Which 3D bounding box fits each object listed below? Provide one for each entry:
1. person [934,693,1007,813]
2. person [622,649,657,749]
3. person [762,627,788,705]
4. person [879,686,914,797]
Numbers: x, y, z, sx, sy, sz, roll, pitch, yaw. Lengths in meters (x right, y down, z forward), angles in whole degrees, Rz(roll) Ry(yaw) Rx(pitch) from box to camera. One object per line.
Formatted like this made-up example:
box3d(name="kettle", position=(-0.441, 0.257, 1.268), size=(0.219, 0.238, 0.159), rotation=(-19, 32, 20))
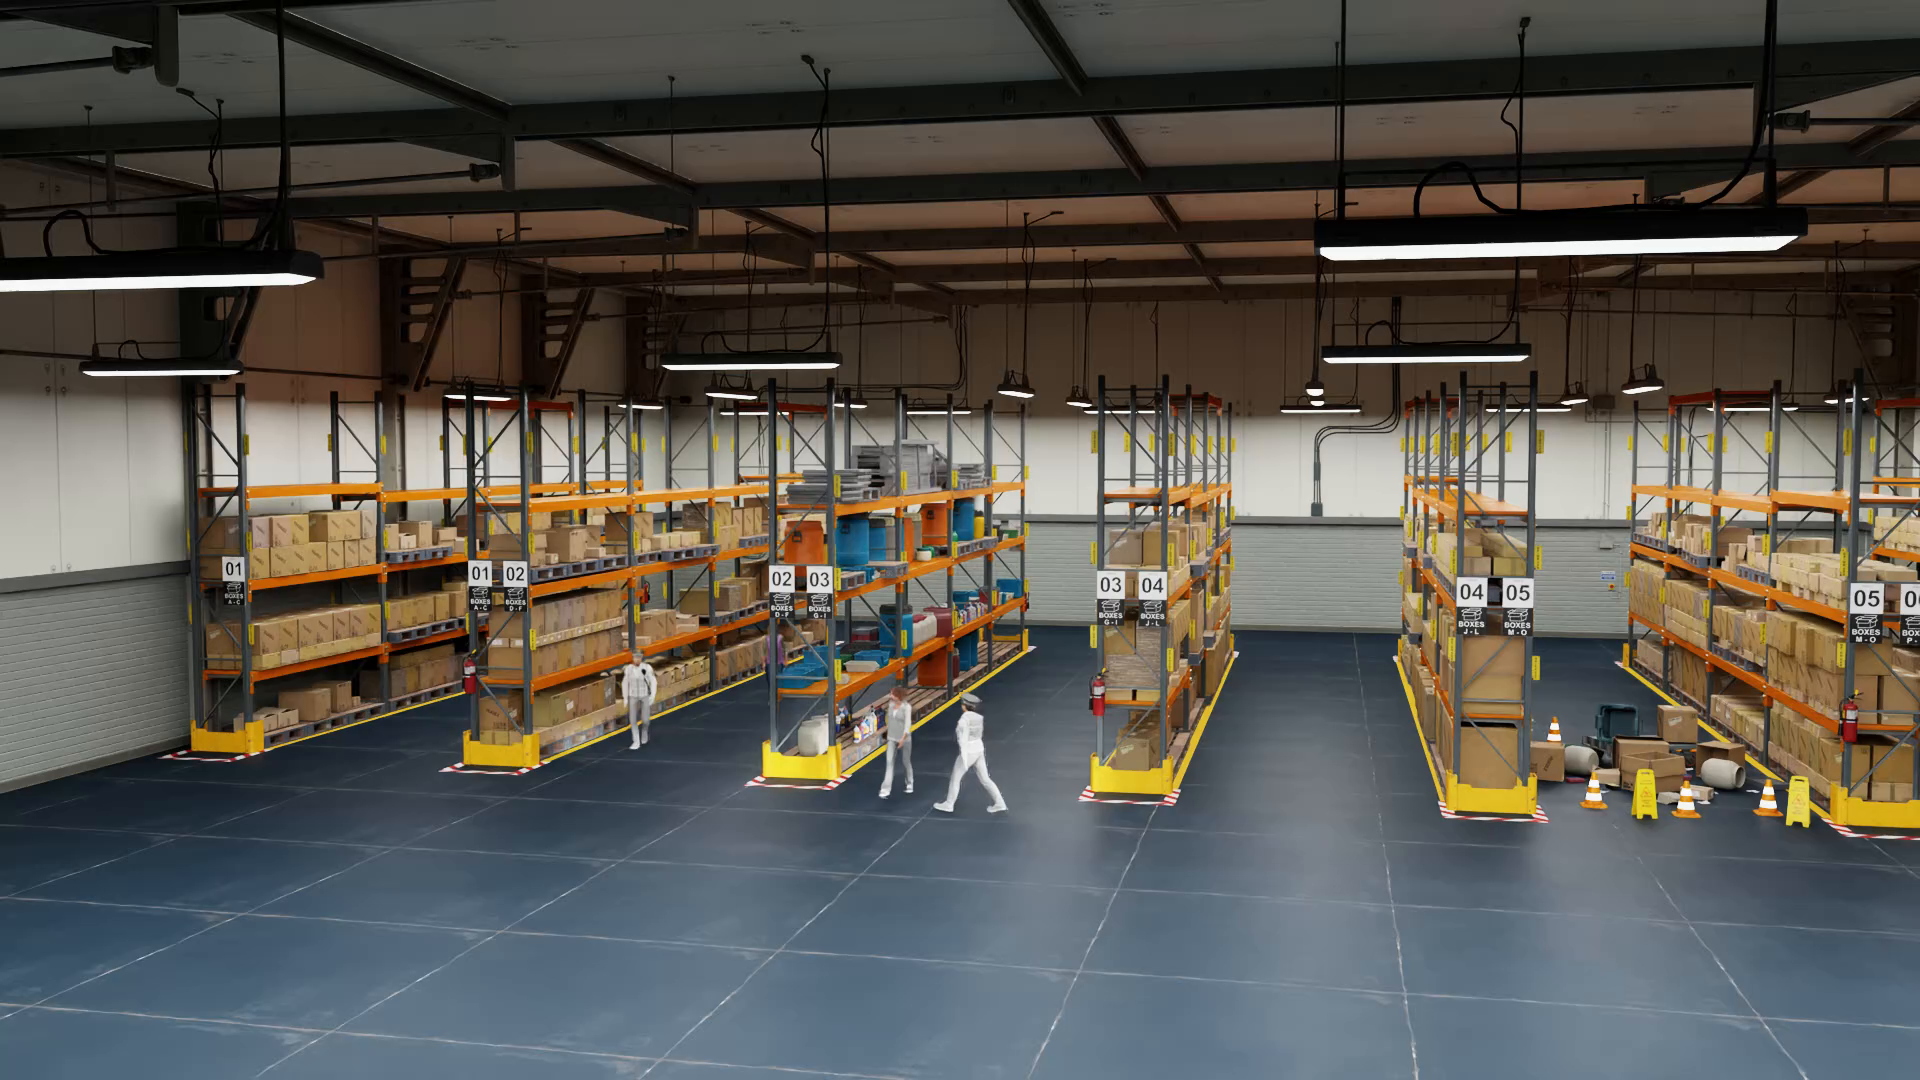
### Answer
box3d(name="person", position=(0.131, 2.887, 22.496), size=(1.042, 1.629, 0.499), rotation=(2, 4, 30))
box3d(name="person", position=(-5.311, 2.607, 27.567), size=(0.573, 1.662, 0.546), rotation=(0, 3, -2))
box3d(name="person", position=(-3.581, 2.386, 32.202), size=(0.503, 1.581, 0.487), rotation=(0, 3, 3))
box3d(name="person", position=(-0.903, 2.854, 23.565), size=(0.431, 1.559, 0.923), rotation=(1, 4, 22))
